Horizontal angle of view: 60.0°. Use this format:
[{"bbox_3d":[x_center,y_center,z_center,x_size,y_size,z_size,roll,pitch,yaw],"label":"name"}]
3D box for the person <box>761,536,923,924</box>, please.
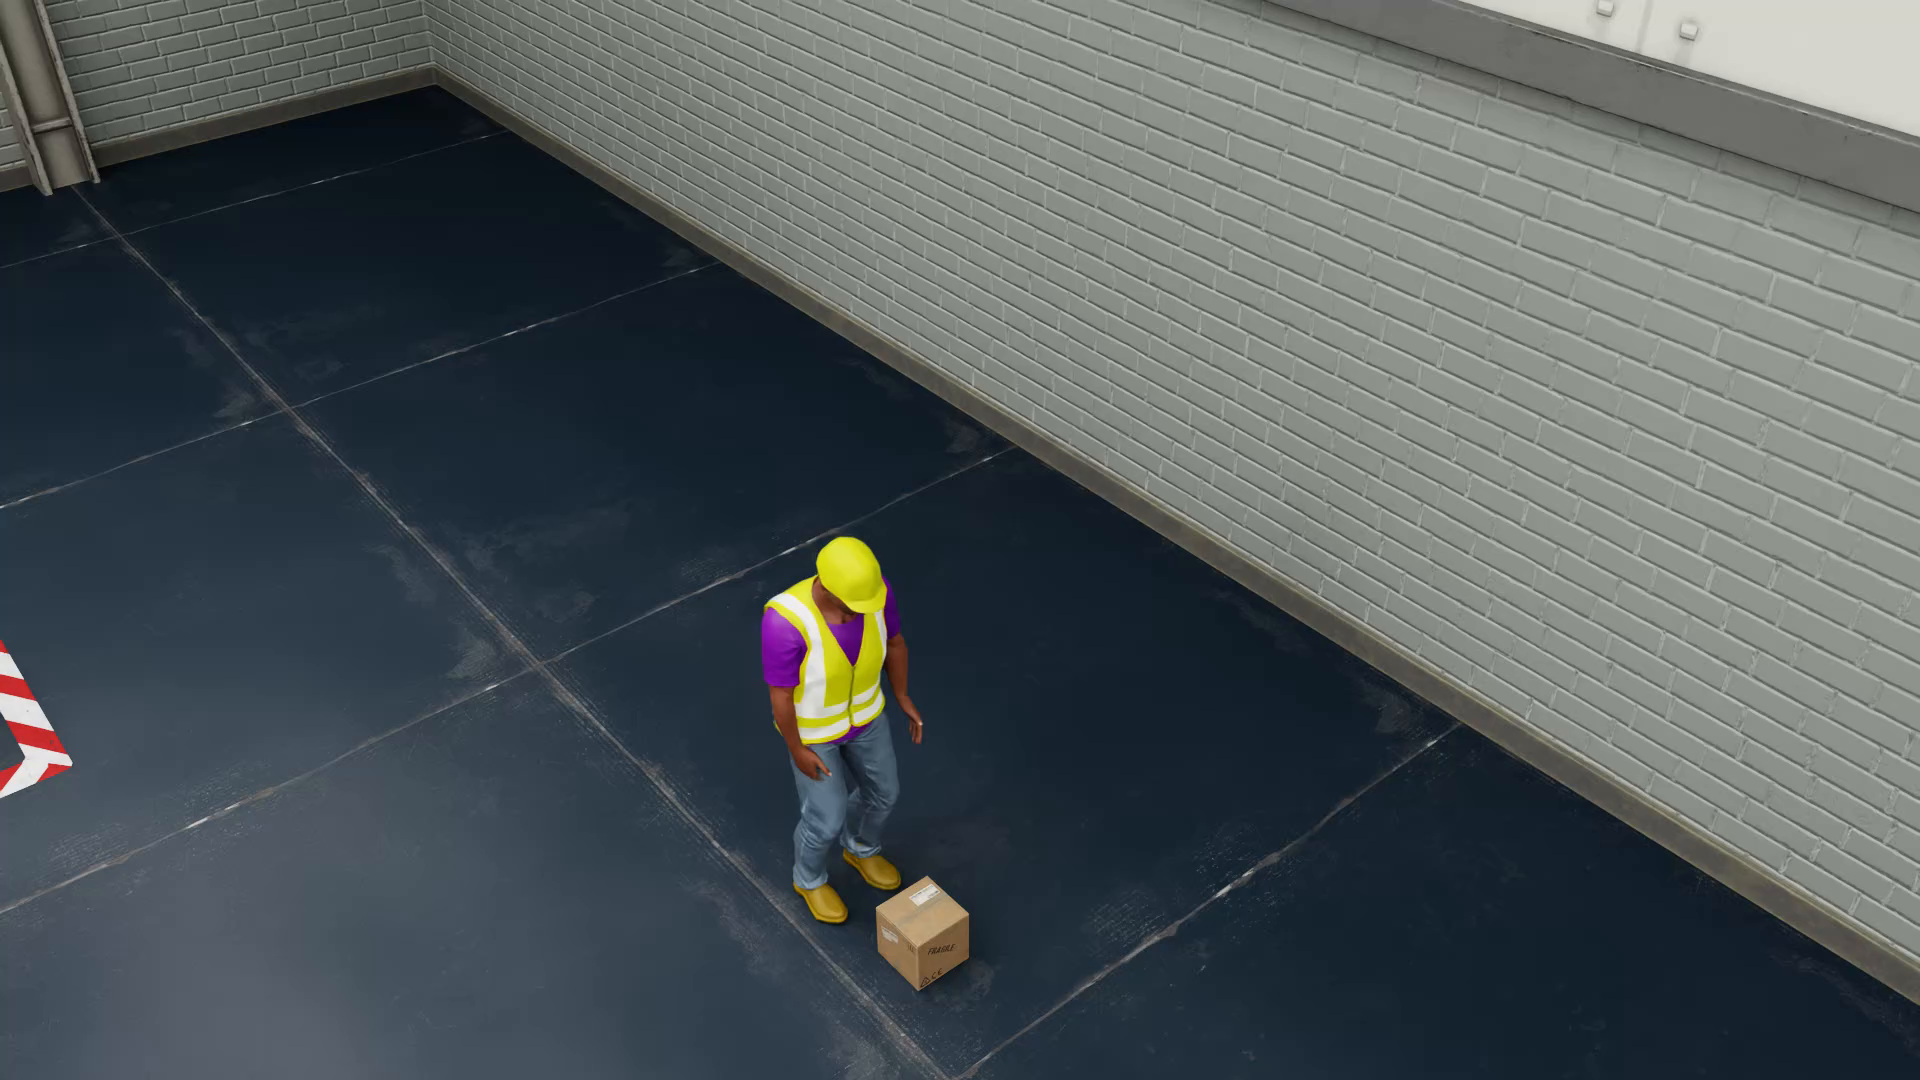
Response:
[{"bbox_3d":[-0.429,0.673,6.158,0.588,1.725,0.438,-25,43,-31],"label":"person"}]
